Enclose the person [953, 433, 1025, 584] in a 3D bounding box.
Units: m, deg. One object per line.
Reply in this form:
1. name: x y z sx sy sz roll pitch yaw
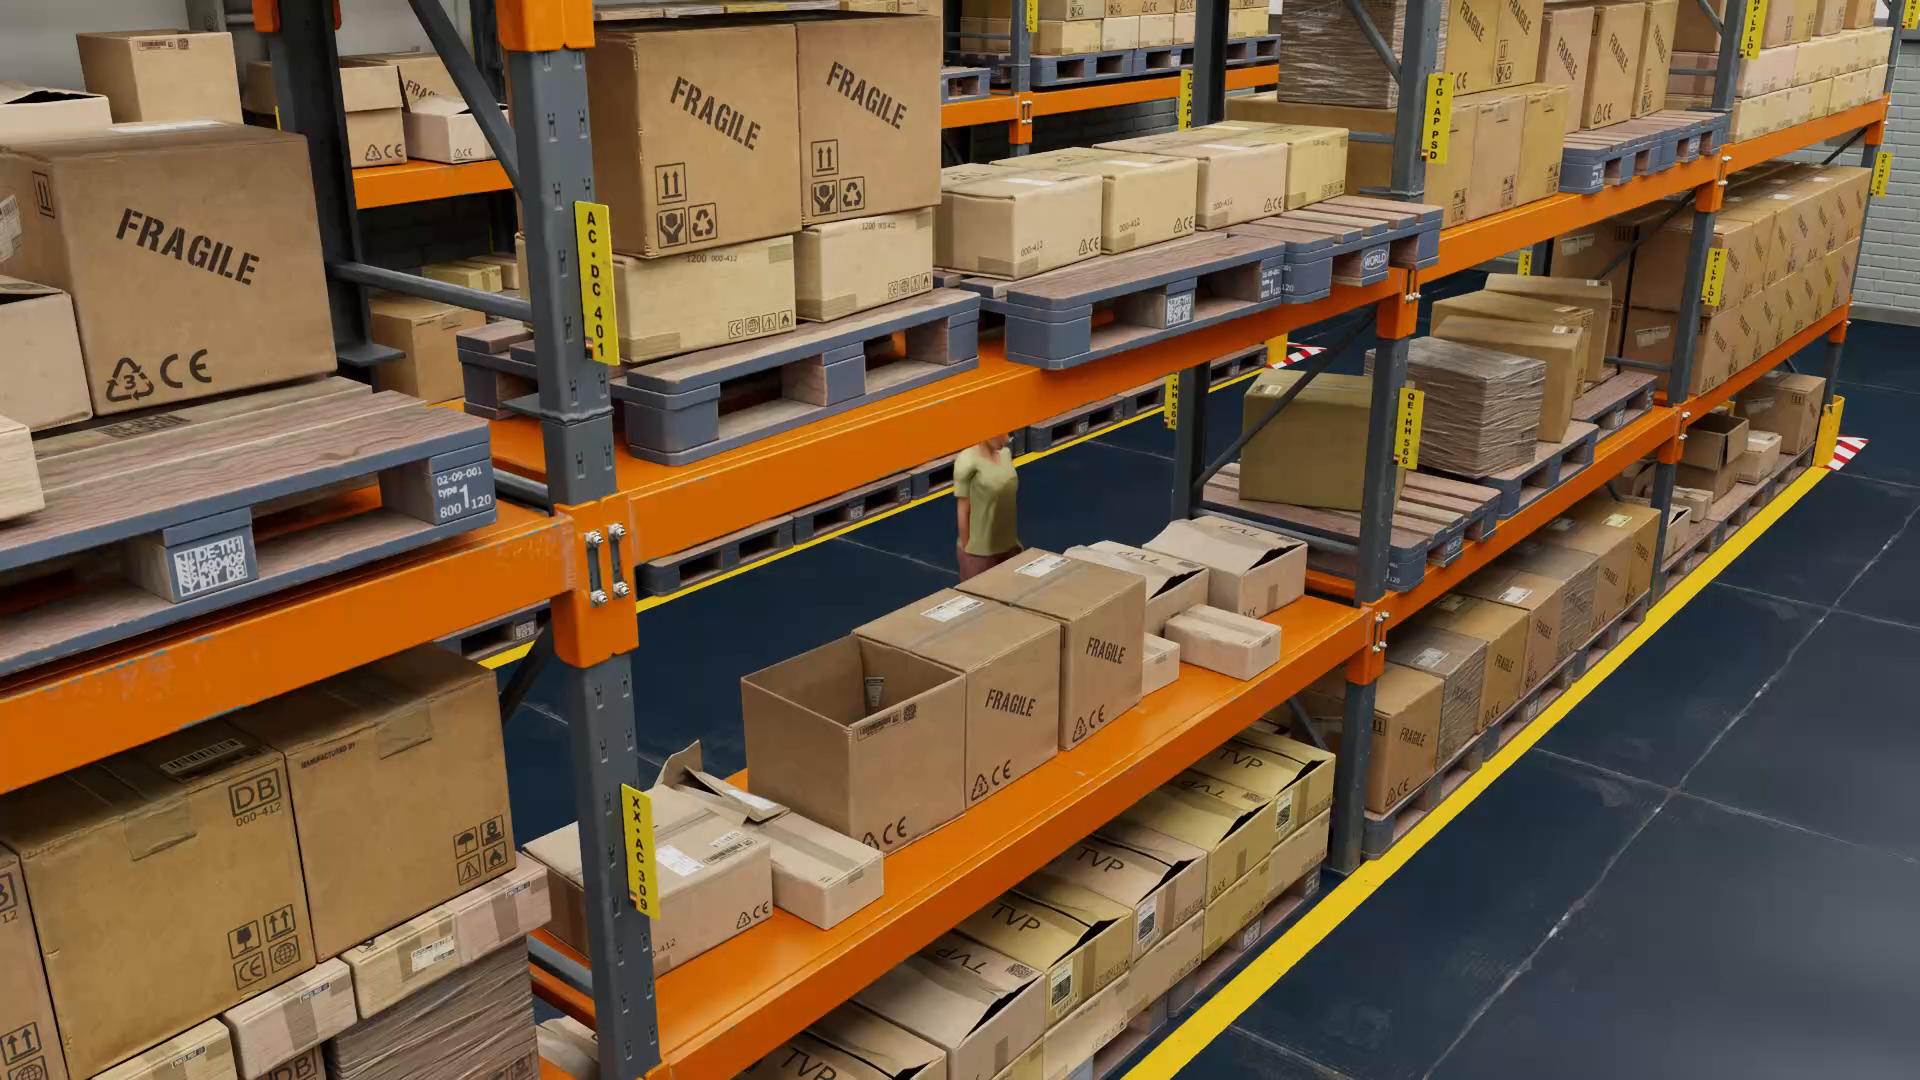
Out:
1. person: 0.150 0.044 8.975 0.359 1.670 0.447 16 26 37
